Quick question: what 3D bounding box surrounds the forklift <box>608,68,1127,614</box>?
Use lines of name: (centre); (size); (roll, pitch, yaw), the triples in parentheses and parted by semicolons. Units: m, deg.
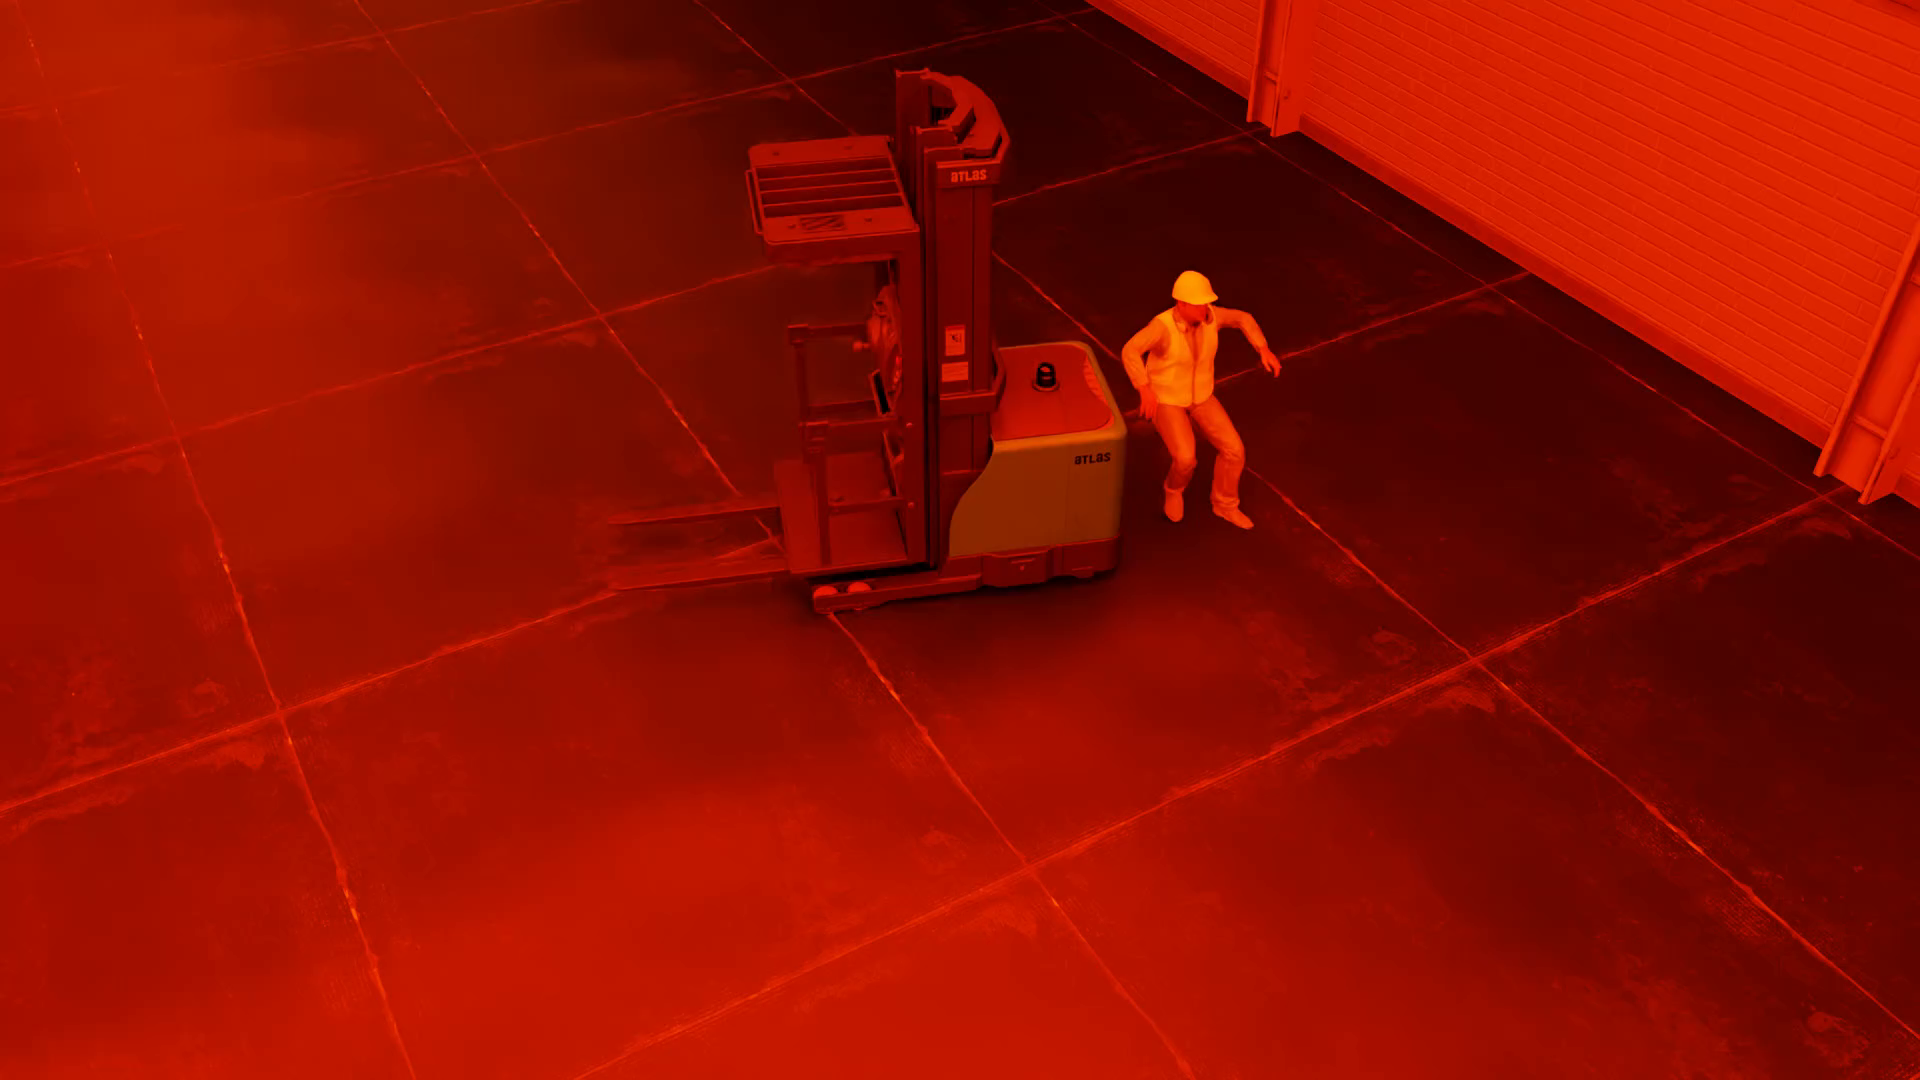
forklift: (-0.600, -1.057, 9.311); (3.031, 2.935, 1.130); (-7, 40, -8)

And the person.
person: (1.452, -0.832, 10.110); (1.007, 1.641, 0.765); (-16, 42, -19)
